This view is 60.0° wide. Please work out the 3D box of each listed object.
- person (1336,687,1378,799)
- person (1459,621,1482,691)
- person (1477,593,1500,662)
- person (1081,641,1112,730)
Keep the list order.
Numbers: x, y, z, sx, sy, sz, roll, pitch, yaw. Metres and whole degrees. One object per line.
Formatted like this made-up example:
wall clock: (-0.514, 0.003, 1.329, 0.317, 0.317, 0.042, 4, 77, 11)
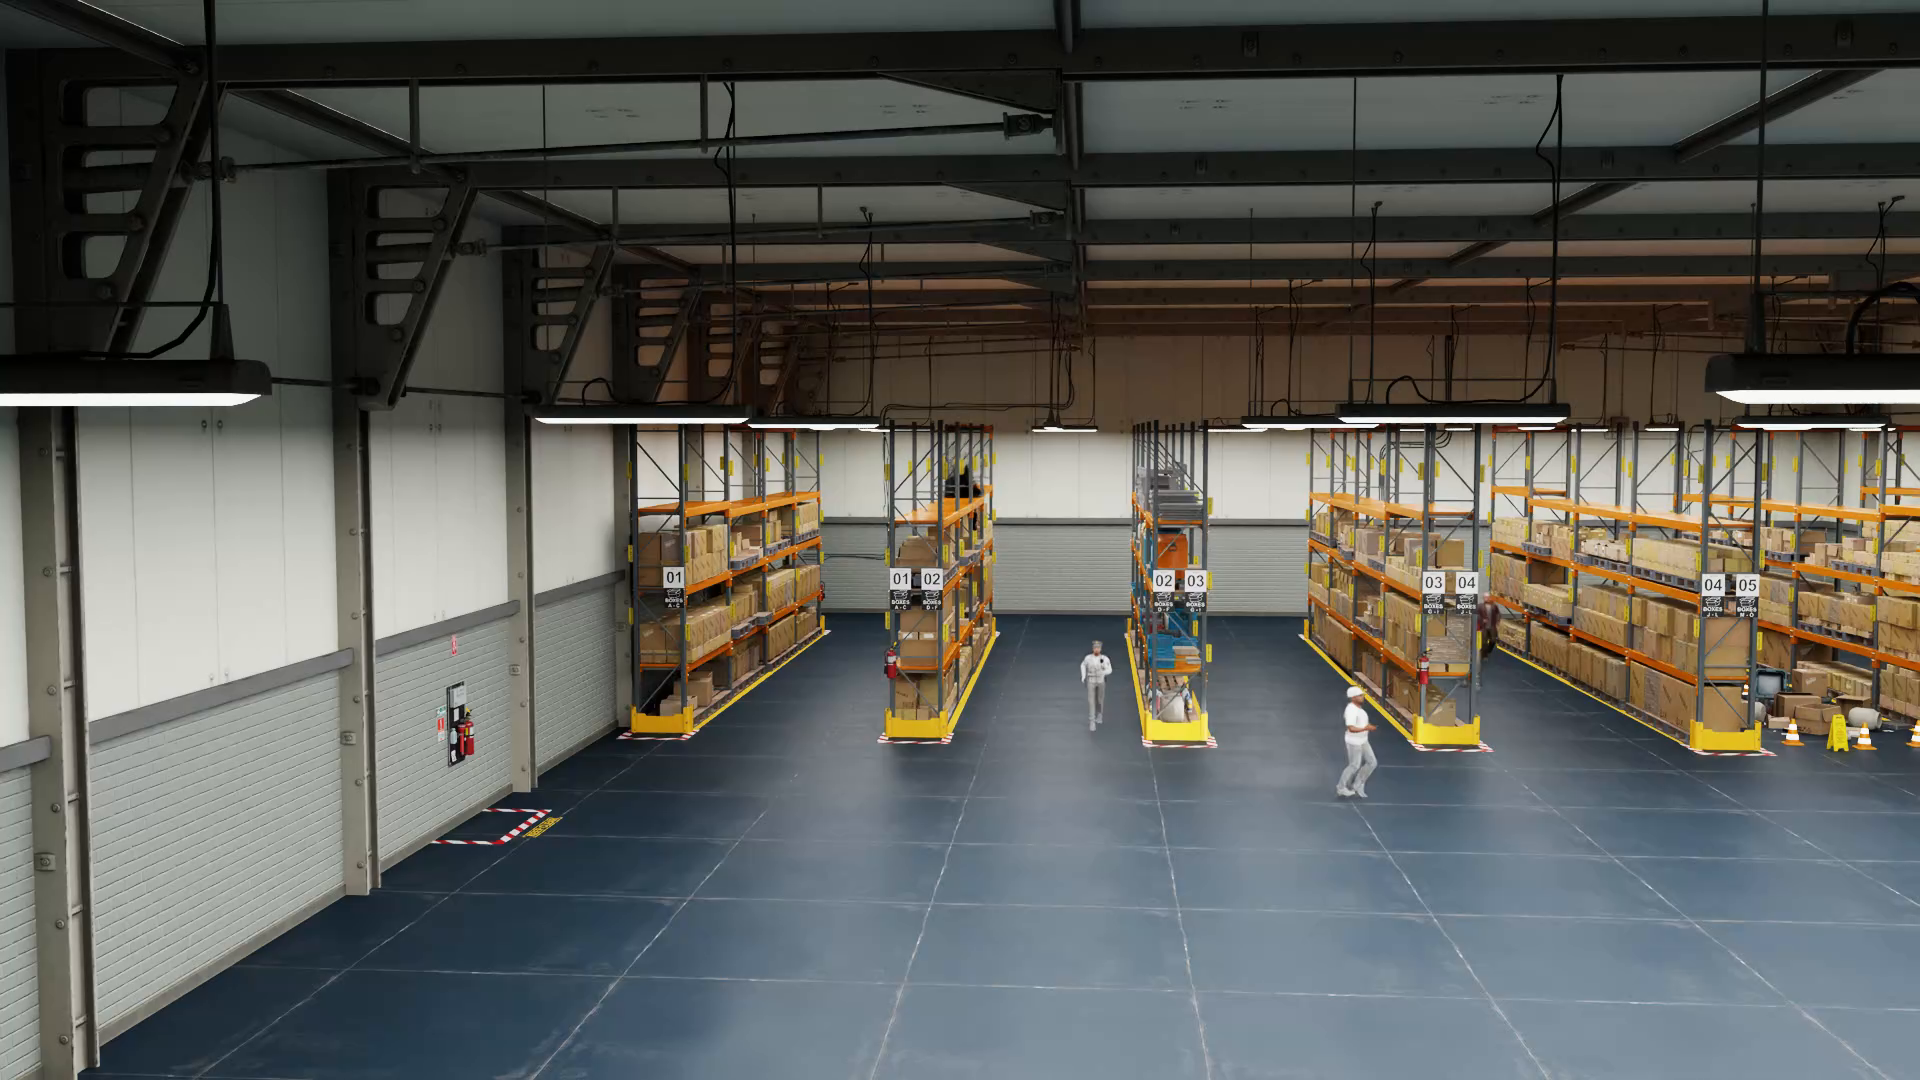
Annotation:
person: (6.259, 3.195, 26.105, 0.683, 1.795, 0.677, 2, 4, 31)
person: (11.511, 2.476, 37.523, 0.647, 1.773, 0.823, 0, 4, -1)
person: (13.248, 2.211, 41.738, 0.695, 1.739, 0.631, 0, 4, 6)
person: (2.656, 2.799, 32.416, 0.614, 1.684, 0.900, 0, 4, 5)
